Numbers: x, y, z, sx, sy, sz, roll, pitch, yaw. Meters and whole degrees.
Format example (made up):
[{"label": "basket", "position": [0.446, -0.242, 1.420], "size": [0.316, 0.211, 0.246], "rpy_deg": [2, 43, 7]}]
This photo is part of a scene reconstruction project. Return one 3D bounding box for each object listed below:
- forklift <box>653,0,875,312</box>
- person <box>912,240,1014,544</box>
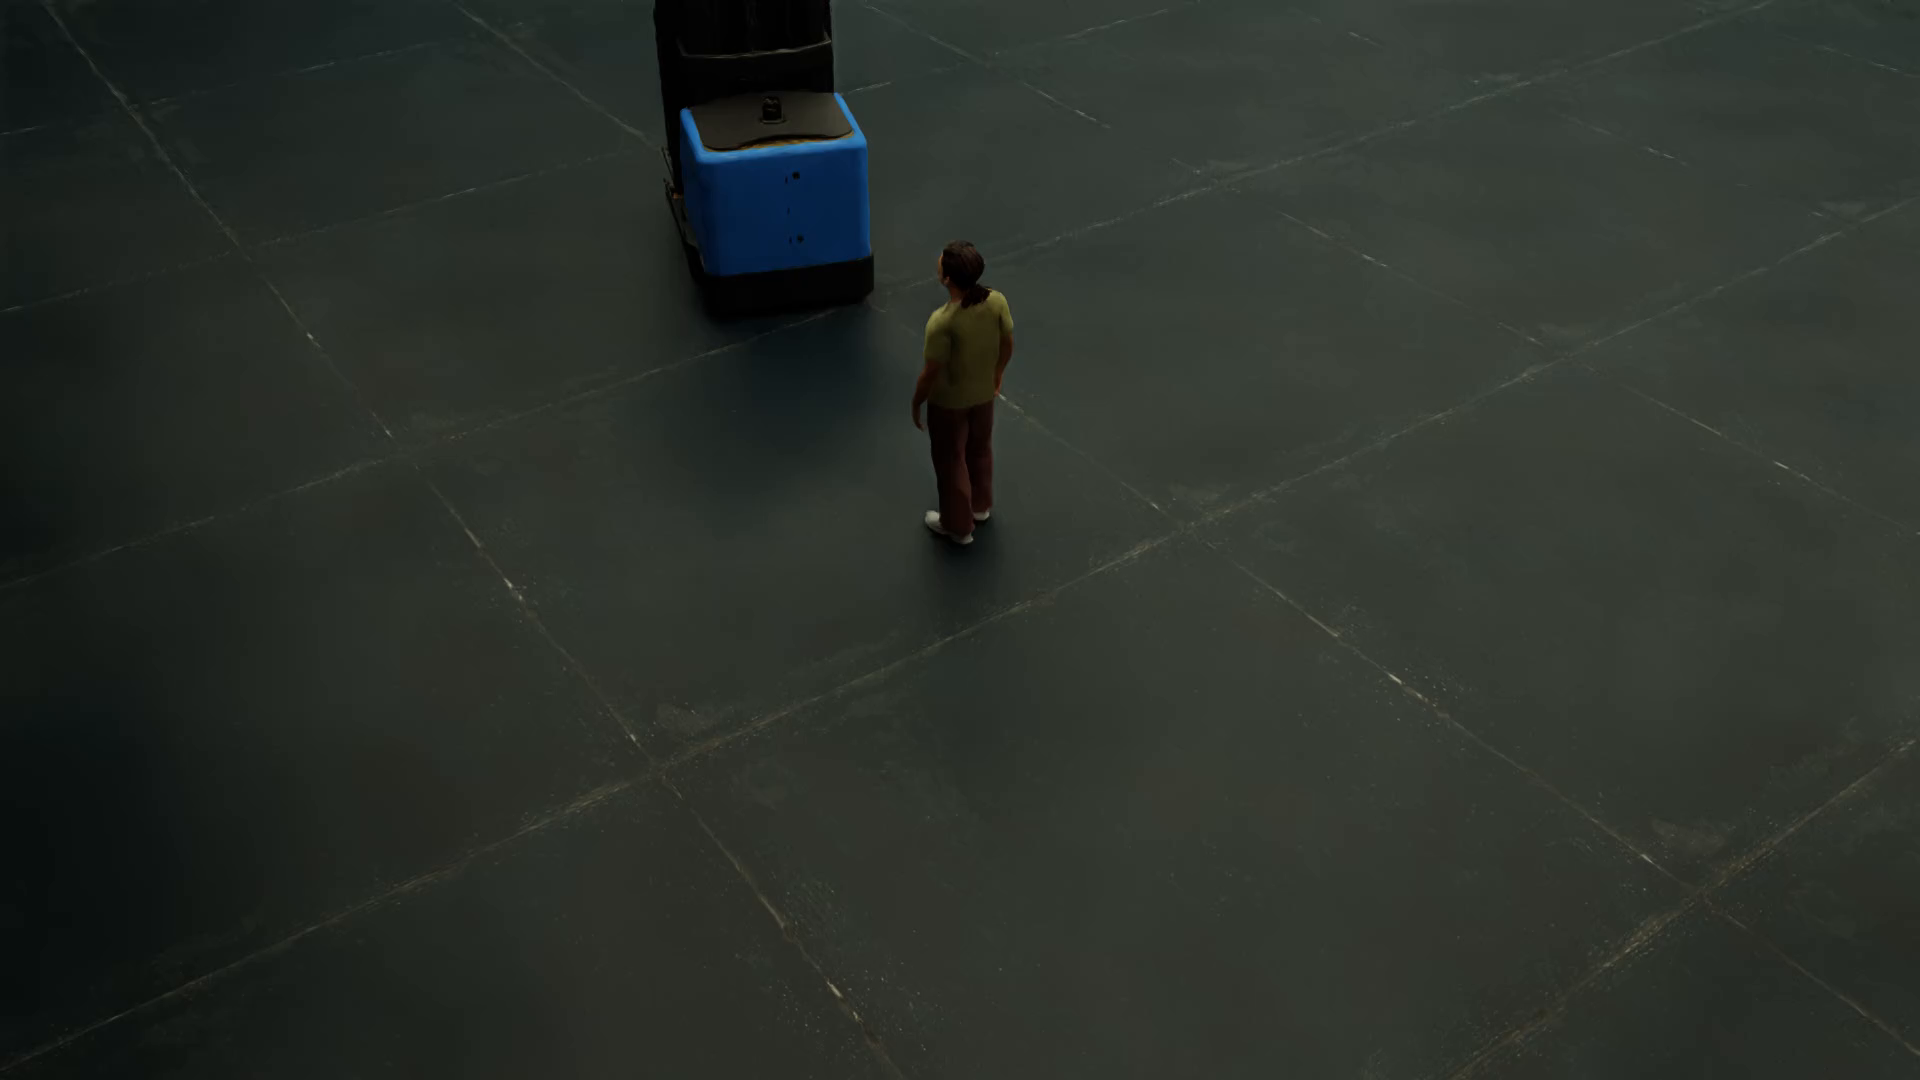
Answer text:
[{"label": "forklift", "position": [-1.422, -3.452, 10.613], "size": [1.130, 2.935, 3.031], "rpy_deg": [-9, 37, -12]}, {"label": "person", "position": [-0.034, -0.719, 7.961], "size": [0.554, 1.674, 0.548], "rpy_deg": [-23, 42, -28]}]
